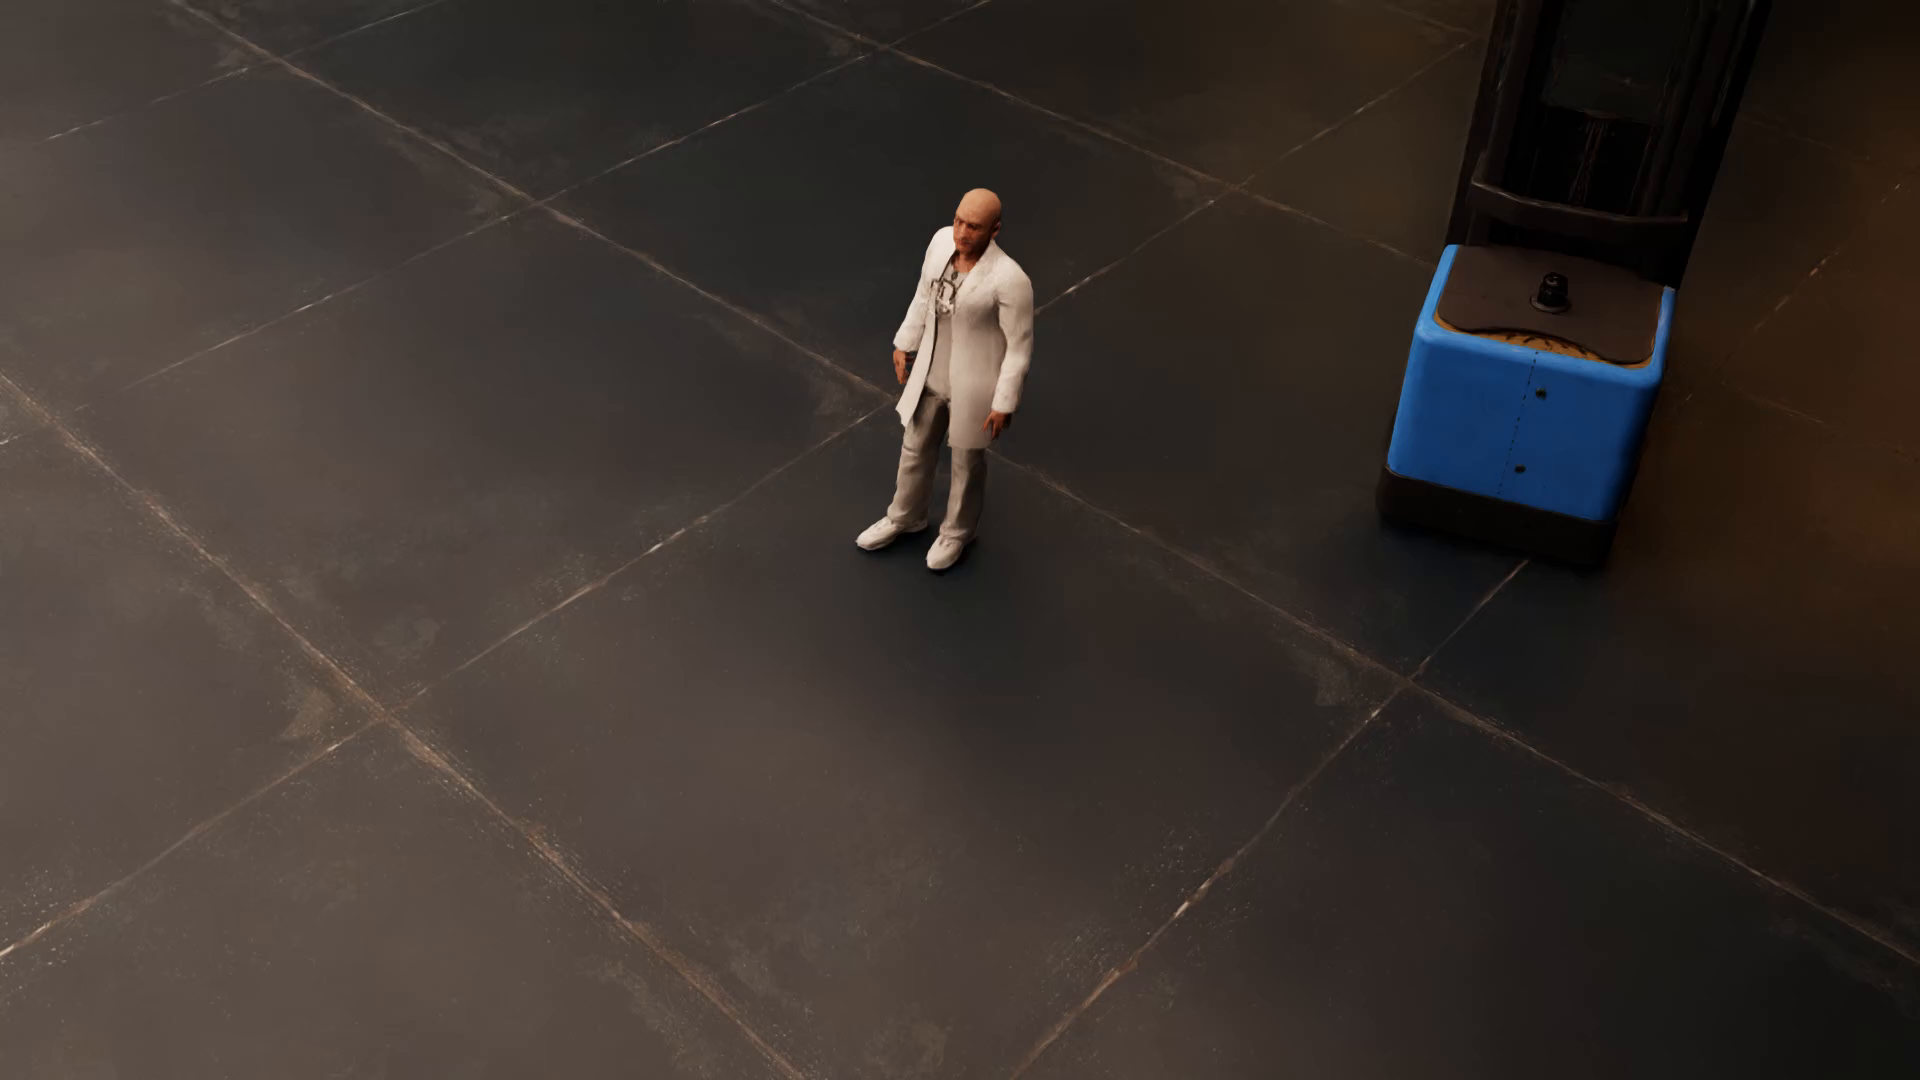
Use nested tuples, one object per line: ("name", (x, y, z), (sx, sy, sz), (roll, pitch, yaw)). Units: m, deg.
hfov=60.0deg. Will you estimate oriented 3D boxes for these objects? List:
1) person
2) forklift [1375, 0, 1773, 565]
("person", (-0.065, -0.639, 7.047), (0.694, 1.776, 0.579), (31, 49, 31))
("forklift", (2.971, -1.967, 7.721), (1.130, 2.935, 3.031), (15, 43, 17))
